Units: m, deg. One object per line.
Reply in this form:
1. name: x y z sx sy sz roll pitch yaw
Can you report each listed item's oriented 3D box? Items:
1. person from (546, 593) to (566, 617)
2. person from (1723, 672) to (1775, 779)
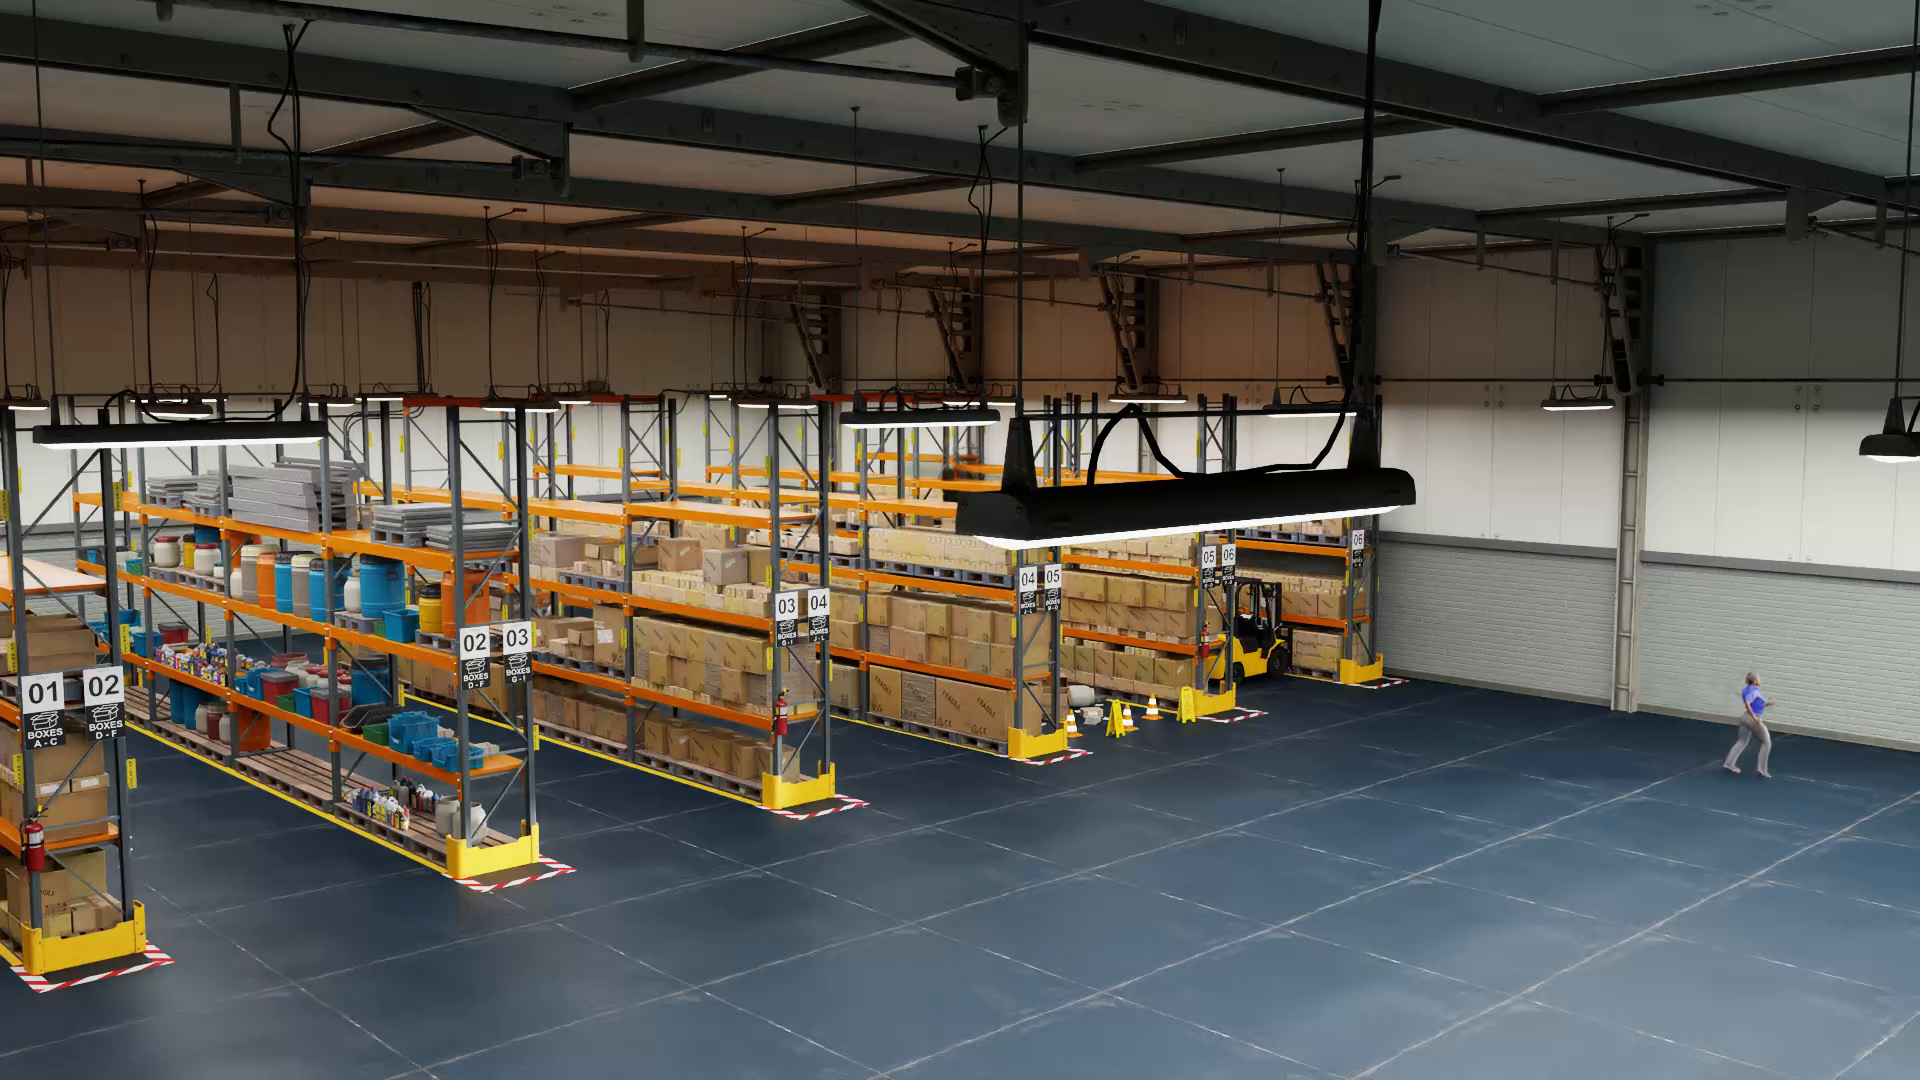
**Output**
1. person: -8.781 1.986 36.209 0.564 1.704 0.879 -5 7 -42
2. person: 12.584 3.001 26.465 0.770 1.622 0.546 -1 6 -6
